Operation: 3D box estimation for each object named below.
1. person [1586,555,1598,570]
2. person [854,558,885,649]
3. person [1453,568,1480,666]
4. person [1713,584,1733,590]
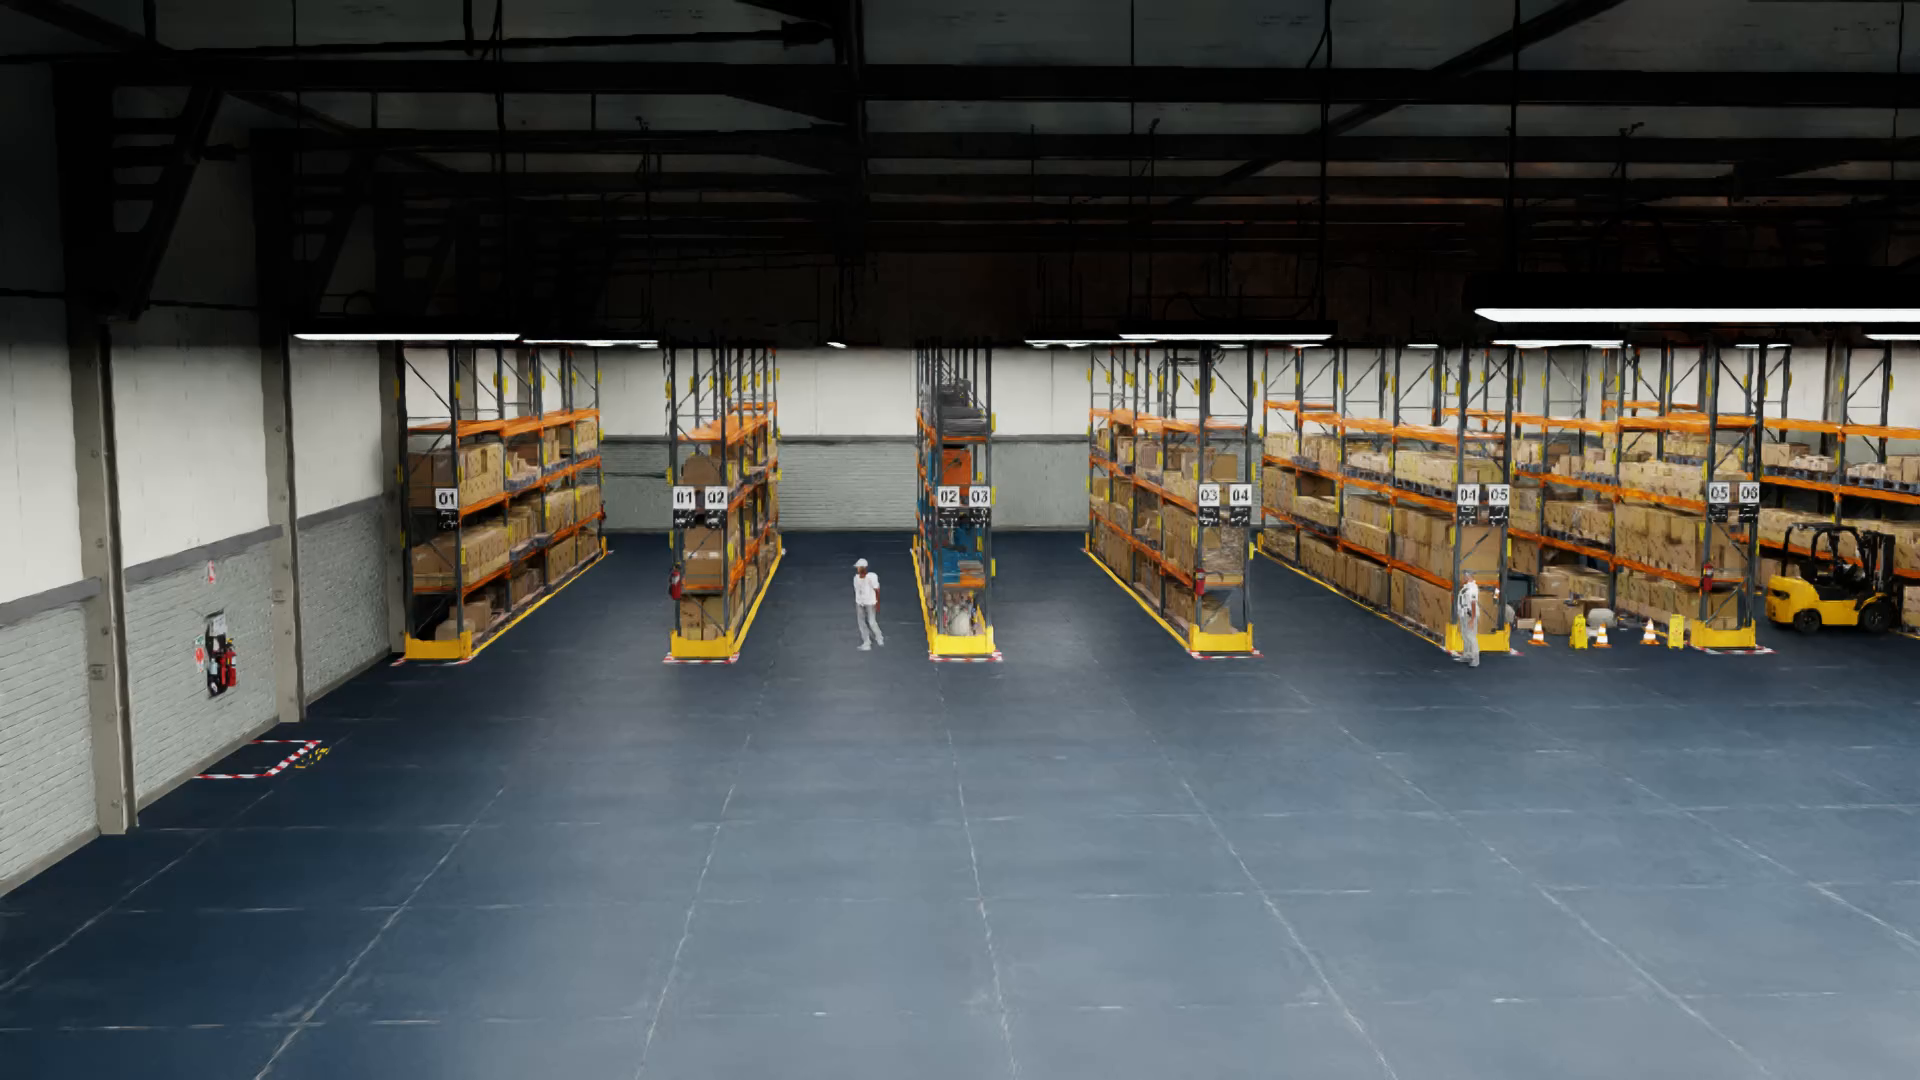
[{"bbox_3d":[16.129,0.088,42.557,0.450,1.599,0.467,3,7,27],"label":"person"},{"bbox_3d":[-1.764,1.219,32.070,0.608,1.753,0.579,4,8,33],"label":"person"},{"bbox_3d":[9.298,1.396,30.396,0.403,1.749,0.653,0,7,4],"label":"person"},{"bbox_3d":[16.368,0.805,35.671,0.448,1.730,0.586,-4,8,-34],"label":"person"}]
